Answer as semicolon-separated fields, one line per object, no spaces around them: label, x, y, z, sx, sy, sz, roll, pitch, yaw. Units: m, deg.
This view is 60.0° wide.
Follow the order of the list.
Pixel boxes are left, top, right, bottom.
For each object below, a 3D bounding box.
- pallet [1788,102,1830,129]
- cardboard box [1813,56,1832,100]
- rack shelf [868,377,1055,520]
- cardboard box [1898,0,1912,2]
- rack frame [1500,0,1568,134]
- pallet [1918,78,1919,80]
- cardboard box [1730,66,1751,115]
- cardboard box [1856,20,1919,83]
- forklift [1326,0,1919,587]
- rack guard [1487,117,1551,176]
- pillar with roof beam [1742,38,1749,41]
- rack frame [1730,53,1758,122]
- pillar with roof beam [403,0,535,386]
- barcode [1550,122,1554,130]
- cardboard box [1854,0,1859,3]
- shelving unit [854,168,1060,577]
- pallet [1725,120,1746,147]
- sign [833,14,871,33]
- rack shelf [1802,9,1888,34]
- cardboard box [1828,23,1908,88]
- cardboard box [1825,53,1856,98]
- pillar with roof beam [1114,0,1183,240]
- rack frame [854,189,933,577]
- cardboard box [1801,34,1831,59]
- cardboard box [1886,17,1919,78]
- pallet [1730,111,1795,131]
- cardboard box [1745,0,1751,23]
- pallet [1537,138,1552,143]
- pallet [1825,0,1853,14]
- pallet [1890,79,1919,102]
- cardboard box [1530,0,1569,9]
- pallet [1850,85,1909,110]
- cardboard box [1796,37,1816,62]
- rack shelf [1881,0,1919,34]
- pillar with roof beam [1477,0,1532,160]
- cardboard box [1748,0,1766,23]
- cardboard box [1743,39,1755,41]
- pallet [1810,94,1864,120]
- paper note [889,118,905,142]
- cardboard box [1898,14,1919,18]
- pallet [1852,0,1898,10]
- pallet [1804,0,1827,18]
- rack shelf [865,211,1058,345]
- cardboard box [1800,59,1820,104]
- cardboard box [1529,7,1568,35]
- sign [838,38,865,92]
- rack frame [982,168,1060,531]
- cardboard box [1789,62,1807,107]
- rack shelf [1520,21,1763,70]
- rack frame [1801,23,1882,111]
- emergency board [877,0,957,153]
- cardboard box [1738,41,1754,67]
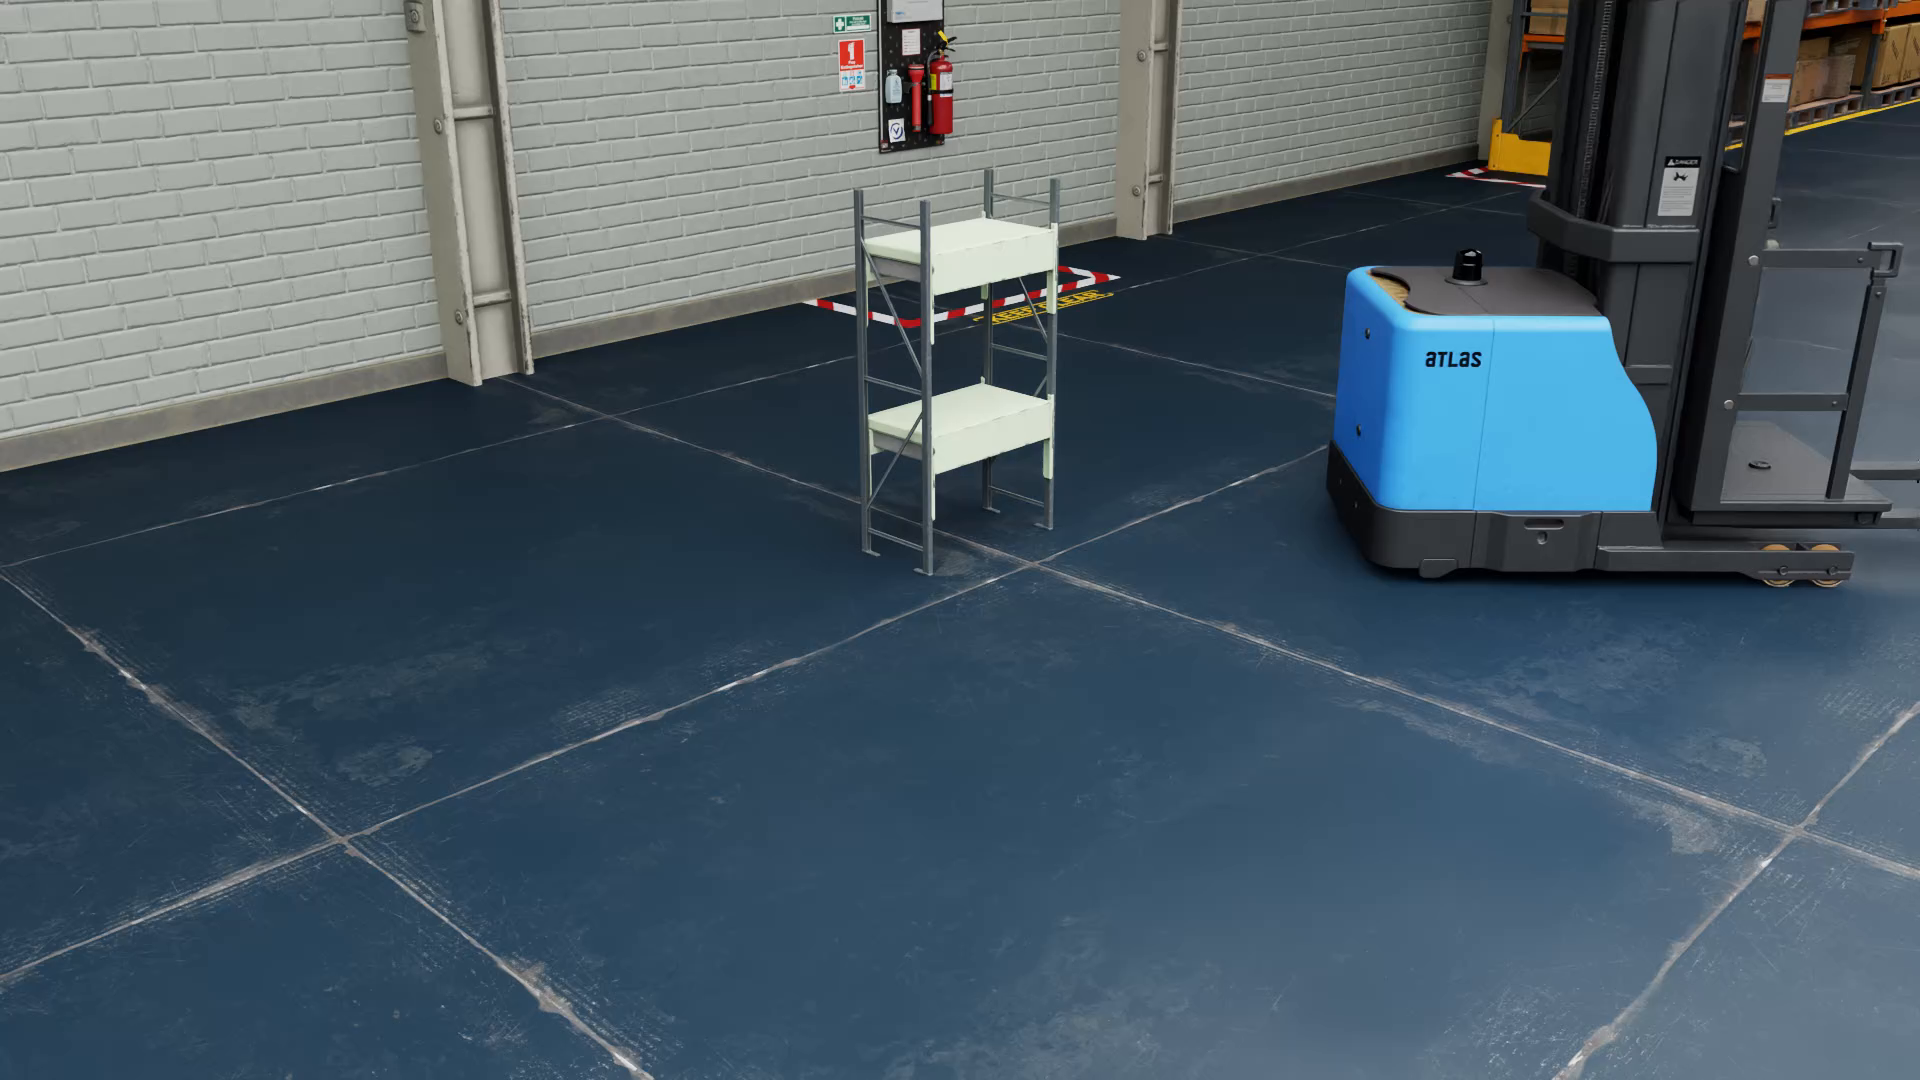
pallet;9.991;-5.280;20.519;1.003;0.211;1.213;19;28;41
cardboard box;10.481;-5.832;20.937;0.700;0.500;0.500;19;28;41
rack shelf;-0.005;-0.394;6.918;0.431;0.370;0.720;19;28;41
cardboard box;12.212;-7.123;21.748;0.250;0.149;0.380;-19;28;-40
rack frame;5.807;-5.038;16.002;1.000;3.000;0.127;19;28;41
pallet;13.694;-6.604;23.962;1.003;0.211;1.213;19;28;41
cardboard box;9.099;-5.298;19.549;0.500;0.500;0.700;-19;28;-40
cardboard box;12.611;-6.667;22.650;0.750;0.750;0.750;19;28;40
forklift;3.155;-1.373;6.562;3.031;2.935;1.130;0;21;0
rack guard;5.861;-3.891;16.501;1.175;0.500;0.348;19;28;41
pillar with roof beam;12.946;-8.700;17.166;9.100;9.000;0.400;19;28;41
rack frame;8.598;-6.066;18.677;1.000;3.000;0.127;19;28;41
pillar with roof beam;0.389;-4.073;5.128;9.100;9.000;0.400;19;28;41
barcode;6.081;-4.253;17.080;0.001;0.075;0.075;19;28;41
cardboard box;11.784;-7.013;21.463;0.380;0.149;0.250;19;28;40
shelving unit;-0.005;-0.698;6.801;0.431;1.500;0.755;19;28;41
pallet;8.155;-4.583;18.705;1.003;0.211;1.213;19;28;41
sign;-0.711;-3.413;10.986;0.001;0.109;0.331;19;28;41
rack shelf;9.993;-6.245;20.143;1.077;0.370;4.000;19;28;41
cardboard box;11.995;-6.443;22.069;0.750;0.750;0.750;19;28;40
cardboard box;10.923;-5.935;21.206;0.500;0.500;0.700;-20;29;-41
pillar with roof beam;4.575;-5.615;9.141;9.100;9.000;0.400;19;28;41
rack frame;-0.260;-0.604;6.556;0.400;1.500;0.023;19;28;41
cardboard box;10.481;-6.154;20.731;0.500;0.250;0.500;-20;28;-41
cardboard box;13.201;-6.887;23.222;0.750;0.750;0.750;-19;28;-40
pallet;9.140;-4.965;19.699;1.003;0.211;1.213;19;28;41
cardboard box;8.131;-5.682;17.858;0.500;0.250;0.500;19;28;41
pallet;6.453;-3.956;17.073;1.003;0.211;1.213;19;28;41
pallet;10.037;-6.486;20.036;1.003;0.211;1.213;19;28;41
pallet;12.843;-6.289;23.142;1.003;0.211;1.213;19;28;41
cardboard box;5.984;-5.502;16.344;0.500;0.500;0.500;19;28;40
pallet;11.992;-5.977;22.330;1.003;0.211;1.213;19;28;41
cardboard box;10.126;-6.021;20.384;0.500;0.250;0.500;19;28;40
rack shelf;12.784;-7.273;22.819;1.077;0.370;4.000;19;28;41
pillar with roof beam;8.761;-7.157;13.154;9.100;9.000;0.400;19;28;41
cardboard box;8.485;-5.808;18.186;0.500;0.250;0.500;19;28;41
cardboard box;9.765;-5.897;20.062;0.500;0.250;0.500;18;28;39
pallet;10.842;-5.593;21.331;1.003;0.211;1.213;19;28;41
paper note;-0.434;-2.827;11.477;0.016;0.148;0.142;19;28;41
cardboard box;13.818;-7.116;23.818;0.750;0.750;0.750;20;28;41
pallet;10.968;-6.795;20.840;1.213;0.211;1.003;19;28;41
pallet;9.235;-6.137;19.128;1.003;0.211;1.213;19;28;41
rack shelf;-0.005;-1.063;6.661;0.431;0.370;0.720;19;28;41
cardboard box;10.154;-5.697;20.587;0.700;0.500;0.500;19;28;40
cardboard box;5.995;-5.146;16.464;0.500;0.250;0.500;-20;28;-41
sign;-0.720;-3.167;11.084;0.001;0.329;0.234;19;28;41
rack frame;0.251;-0.792;7.046;0.400;1.500;0.023;19;28;41
cardboard box;9.809;-5.565;20.243;0.700;0.500;0.500;20;28;41
rack shelf;7.203;-5.217;17.468;1.077;0.370;4.000;19;28;41
rack frame;11.388;-7.095;21.352;1.000;3.000;0.127;19;28;41
emergency board;-0.261;-3.267;11.393;0.194;1.169;0.643;19;28;41
cardboard box;9.404;-5.762;19.712;0.500;0.250;0.500;19;28;40
